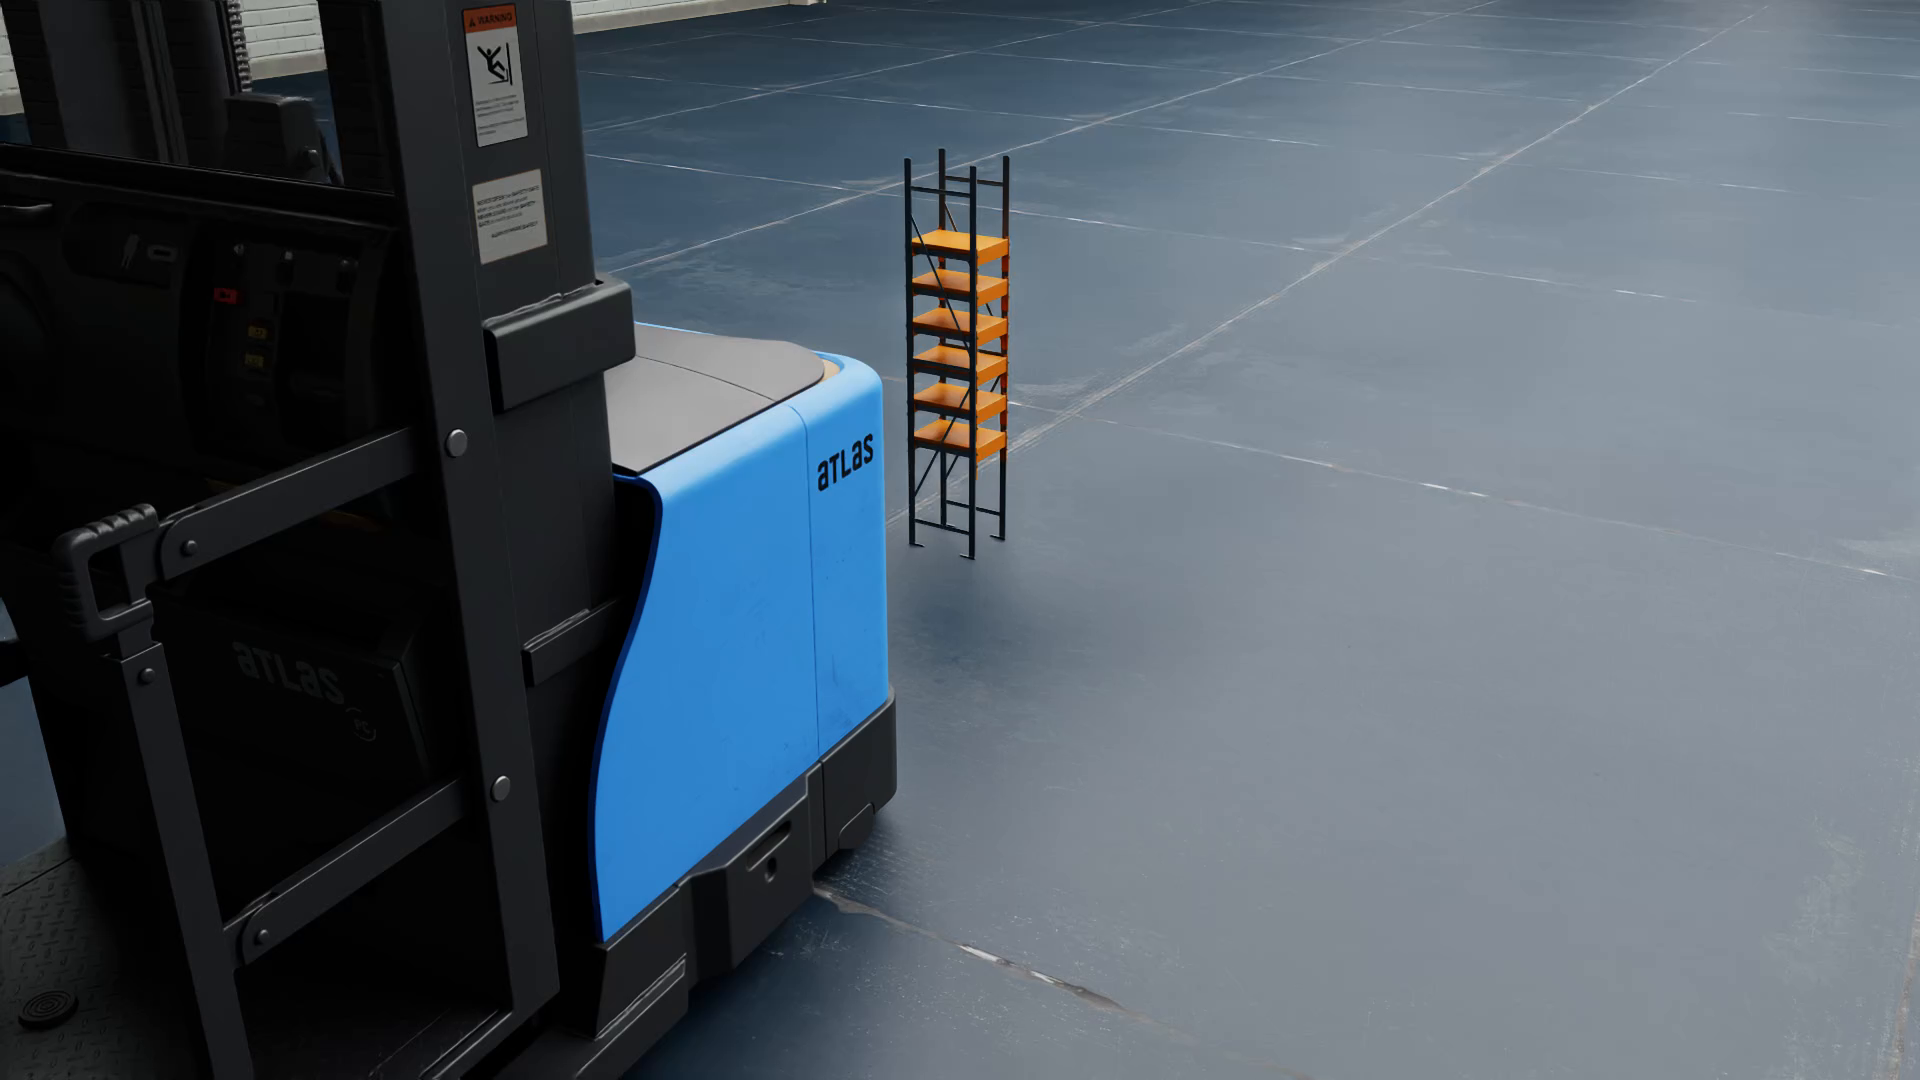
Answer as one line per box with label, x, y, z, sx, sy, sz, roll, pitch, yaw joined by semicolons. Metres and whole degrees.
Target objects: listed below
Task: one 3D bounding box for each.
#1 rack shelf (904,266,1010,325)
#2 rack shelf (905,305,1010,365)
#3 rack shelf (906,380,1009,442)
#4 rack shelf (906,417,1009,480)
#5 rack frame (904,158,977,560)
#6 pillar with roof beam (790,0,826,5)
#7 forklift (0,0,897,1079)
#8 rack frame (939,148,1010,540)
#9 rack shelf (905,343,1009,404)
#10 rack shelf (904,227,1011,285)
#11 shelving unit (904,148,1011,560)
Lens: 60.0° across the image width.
rack shelf;-0.008;-0.725;4.923;0.258;0.103;0.180;14;27;29
rack shelf;-0.008;-0.615;4.970;0.258;0.103;0.180;14;27;29
rack shelf;-0.008;-0.395;5.066;0.258;0.103;0.180;14;27;29
rack shelf;-0.008;-0.285;5.113;0.258;0.103;0.180;14;27;29
rack frame;-0.056;-0.515;4.929;0.240;1.200;0.006;14;27;29
pillar with roof beam;1.760;-9.892;16.773;9.100;9.000;0.400;14;27;29
forklift;-1.277;-0.301;2.256;1.130;2.935;3.031;12;26;25
rack frame;0.041;-0.577;5.072;0.240;1.200;0.006;14;27;29
rack shelf;-0.008;-0.505;5.018;0.258;0.103;0.180;14;27;29
rack shelf;-0.008;-0.835;4.875;0.258;0.103;0.180;14;27;29
shelving unit;-0.008;-0.546;5.000;0.258;1.200;0.189;14;27;29
